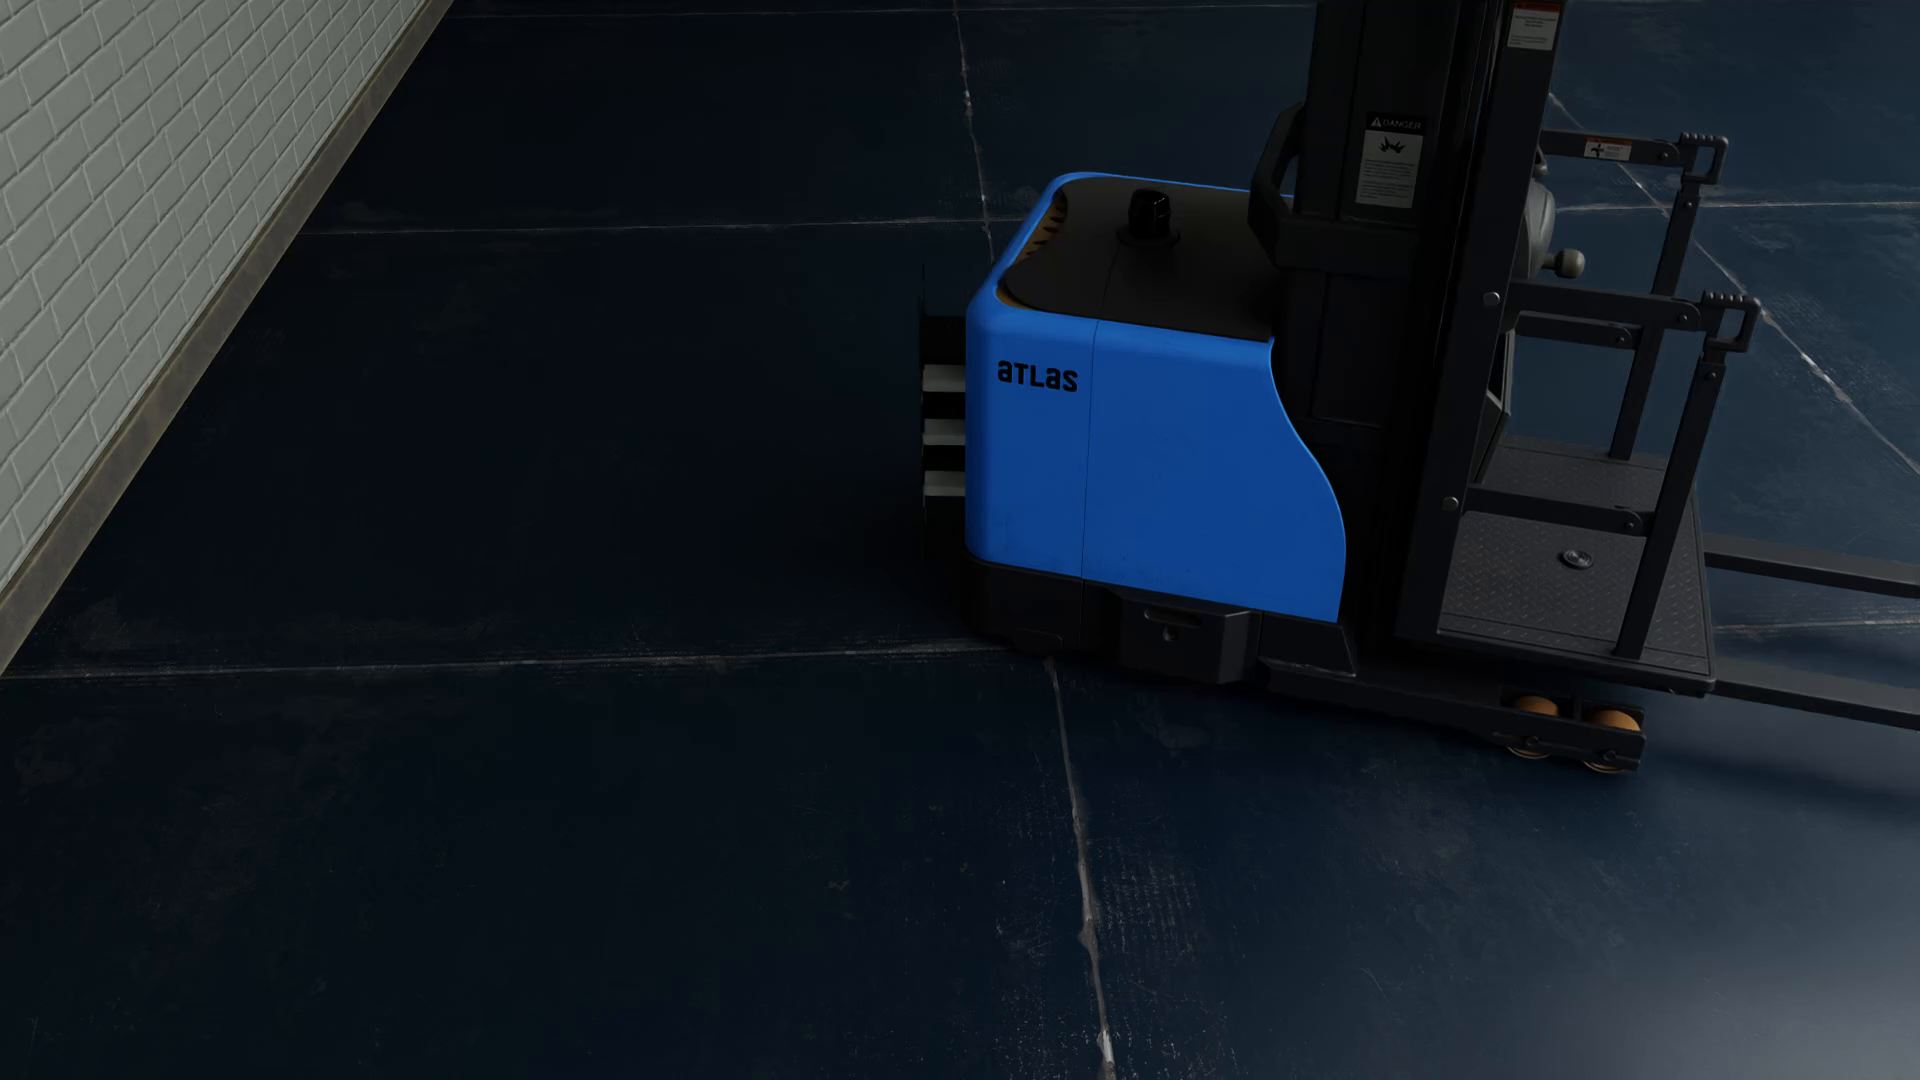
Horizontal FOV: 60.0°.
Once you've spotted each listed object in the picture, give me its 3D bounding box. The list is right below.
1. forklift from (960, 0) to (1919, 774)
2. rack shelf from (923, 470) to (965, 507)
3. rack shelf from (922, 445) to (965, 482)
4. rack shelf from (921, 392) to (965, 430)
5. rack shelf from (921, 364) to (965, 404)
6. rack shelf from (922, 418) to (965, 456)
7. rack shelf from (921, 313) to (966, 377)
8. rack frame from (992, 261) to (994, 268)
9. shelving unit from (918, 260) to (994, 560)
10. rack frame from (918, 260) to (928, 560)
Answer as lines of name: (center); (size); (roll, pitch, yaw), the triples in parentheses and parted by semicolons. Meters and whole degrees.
forklift: (1.576, -0.932, 4.021); (3.031, 2.935, 1.130); (10, 36, 14)
rack shelf: (-0.009, -0.201, 5.123); (0.200, 0.077, 0.258); (1, 35, 2)
rack shelf: (-0.009, -0.275, 5.072); (0.200, 0.077, 0.258); (1, 35, 2)
rack shelf: (-0.009, -0.423, 4.969); (0.200, 0.077, 0.258); (1, 35, 2)
rack shelf: (-0.009, -0.497, 4.918); (0.200, 0.077, 0.258); (1, 35, 2)
rack shelf: (-0.009, -0.349, 5.021); (0.200, 0.077, 0.258); (1, 35, 2)
rack shelf: (-0.009, -0.571, 4.867); (0.200, 0.077, 0.258); (1, 35, 2)
rack frame: (0.093, -0.374, 4.999); (0.006, 0.900, 0.240); (1, 35, 2)
shelving unit: (-0.009, -0.376, 5.002); (0.210, 0.900, 0.258); (1, 35, 2)
rack frame: (-0.110, -0.378, 5.004); (0.006, 0.900, 0.240); (1, 35, 2)
